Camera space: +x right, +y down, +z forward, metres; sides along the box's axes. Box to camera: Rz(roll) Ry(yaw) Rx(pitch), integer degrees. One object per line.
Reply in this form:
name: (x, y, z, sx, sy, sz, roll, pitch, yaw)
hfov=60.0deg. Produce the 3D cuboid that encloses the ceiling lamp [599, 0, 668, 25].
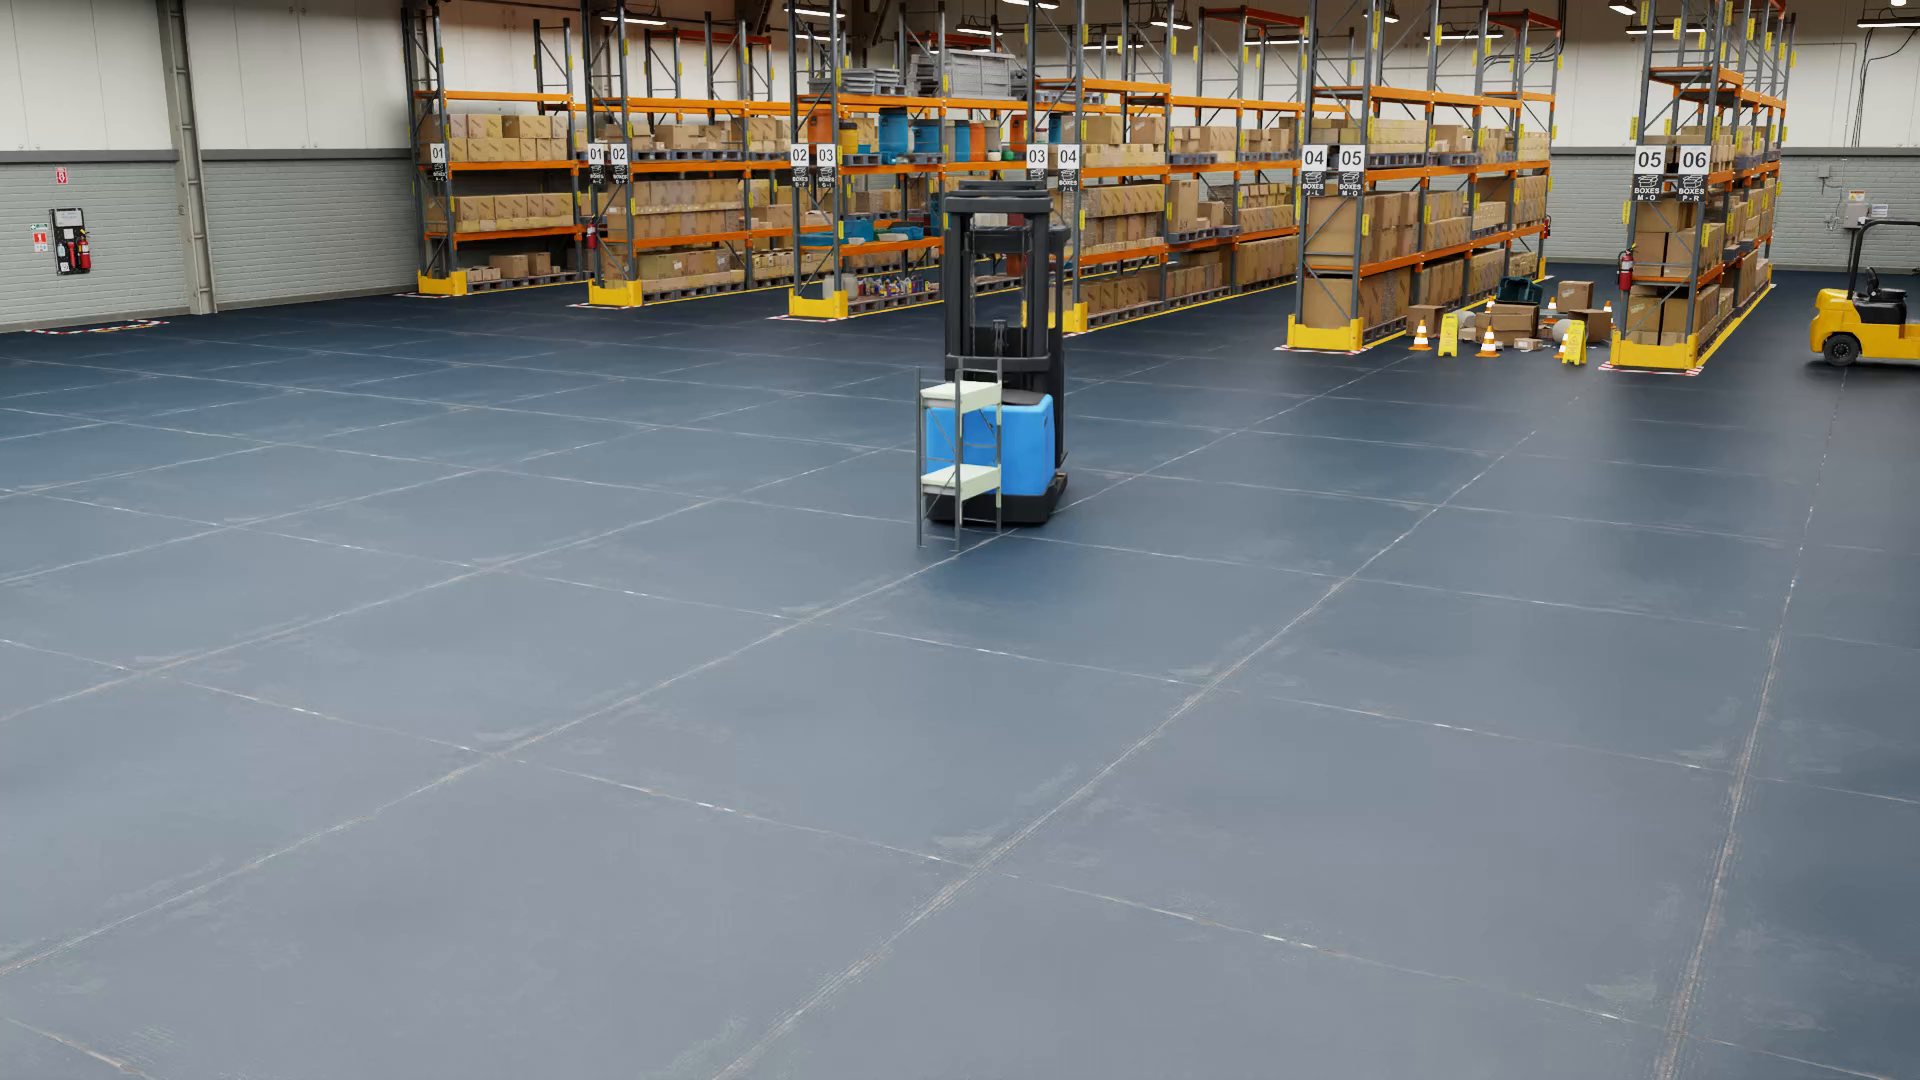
ceiling lamp: (-7.054, -13.083, 36.645, 0.800, 3.185, 2.000, 7, 15, 28)

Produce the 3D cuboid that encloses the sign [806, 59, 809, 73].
sign: (-3.653, -11.403, 39.969, 0.100, 0.325, 0.005, 7, 15, 28)

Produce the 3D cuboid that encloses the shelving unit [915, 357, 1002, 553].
shelving unit: (-0.004, -0.723, 13.832, 0.431, 1.500, 0.755, 7, 15, 27)

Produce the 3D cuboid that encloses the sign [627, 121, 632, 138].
sign: (-6.557, -8.151, 33.007, 0.100, 0.325, 0.005, 7, 15, 28)

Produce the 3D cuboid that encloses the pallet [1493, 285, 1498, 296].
pallet: (11.349, -5.534, 36.536, 1.003, 0.211, 1.213, 7, 15, 28)

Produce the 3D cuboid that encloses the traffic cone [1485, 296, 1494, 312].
traffic cone: (9.827, -4.279, 30.794, 0.336, 0.463, 0.334, 7, 15, 28)

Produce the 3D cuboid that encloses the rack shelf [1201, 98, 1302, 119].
rack shelf: (6.464, -9.594, 37.016, 1.077, 0.370, 4.000, 7, 15, 28)

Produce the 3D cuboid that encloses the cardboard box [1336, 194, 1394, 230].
cardboard box: (6.711, -5.480, 27.738, 0.875, 0.550, 0.550, 7, 15, 28)

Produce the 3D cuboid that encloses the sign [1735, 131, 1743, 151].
sign: (12.717, -6.517, 27.164, 0.100, 0.325, 0.005, 7, 15, 28)

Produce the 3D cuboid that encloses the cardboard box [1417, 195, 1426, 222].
cardboard box: (8.091, -6.045, 30.361, 0.700, 0.500, 0.500, 7, 15, 27)

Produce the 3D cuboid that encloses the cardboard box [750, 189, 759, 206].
cardboard box: (-5.818, -9.289, 45.274, 0.500, 0.500, 0.500, 8, 15, 28)

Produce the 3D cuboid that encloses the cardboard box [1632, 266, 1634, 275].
cardboard box: (10.324, -4.090, 25.136, 0.380, 0.149, 0.250, 7, 15, 27)

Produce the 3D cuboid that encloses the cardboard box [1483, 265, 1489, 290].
cardboard box: (10.839, -5.543, 35.063, 0.500, 0.500, 0.500, 7, 15, 27)

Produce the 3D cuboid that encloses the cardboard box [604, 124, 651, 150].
cardboard box: (-6.759, -8.191, 33.794, 0.797, 0.503, 0.637, 9, 16, 32)

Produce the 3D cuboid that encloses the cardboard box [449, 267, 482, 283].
cardboard box: (-10.965, -5.892, 36.871, 0.500, 0.311, 0.500, 6, 15, 22)

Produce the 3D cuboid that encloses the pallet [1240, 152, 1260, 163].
pallet: (5.762, -8.316, 36.129, 1.213, 0.211, 1.003, 8, 16, 31)

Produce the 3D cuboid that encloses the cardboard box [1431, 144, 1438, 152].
cardboard box: (8.575, -7.181, 30.448, 0.250, 0.149, 0.380, 7, 15, 28)

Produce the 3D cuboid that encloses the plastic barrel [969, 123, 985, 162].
plastic barrel: (0.258, -8.761, 36.658, 0.600, 0.830, 0.708, 7, 15, 28)

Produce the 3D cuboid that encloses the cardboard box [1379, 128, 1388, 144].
cardboard box: (6.625, -6.544, 26.954, 0.500, 0.250, 0.500, 7, 15, 27)

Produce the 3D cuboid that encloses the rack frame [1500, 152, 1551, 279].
rack frame: (13.658, -7.870, 40.277, 1.000, 3.000, 0.127, 7, 15, 28)

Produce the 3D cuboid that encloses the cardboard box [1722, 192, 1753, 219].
cardboard box: (14.856, -6.399, 31.831, 0.500, 0.500, 0.500, 7, 15, 28)

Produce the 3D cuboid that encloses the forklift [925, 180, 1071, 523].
forklift: (0.438, -1.868, 15.528, 1.130, 2.935, 3.031, 2, 14, 9)

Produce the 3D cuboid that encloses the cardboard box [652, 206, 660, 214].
cardboard box: (-6.415, -6.819, 34.319, 0.380, 0.149, 0.250, 7, 15, 28)

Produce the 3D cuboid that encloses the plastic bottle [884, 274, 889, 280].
plastic bottle: (-1.526, -5.359, 34.576, 0.144, 0.351, 0.185, 8, 16, 30)

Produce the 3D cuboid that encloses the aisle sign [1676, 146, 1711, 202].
aisle sign: (10.546, -5.263, 23.917, 0.394, 0.787, 0.004, 7, 15, 28)

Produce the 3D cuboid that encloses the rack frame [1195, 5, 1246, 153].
rack frame: (5.497, -9.728, 35.183, 1.000, 3.000, 0.127, 7, 15, 28)

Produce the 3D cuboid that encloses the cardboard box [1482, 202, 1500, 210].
cardboard box: (11.445, -7.208, 35.902, 0.380, 0.149, 0.250, 7, 15, 26)

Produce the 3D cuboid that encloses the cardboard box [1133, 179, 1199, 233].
cardboard box: (4.070, -6.633, 32.972, 1.000, 1.000, 1.000, 7, 15, 28)

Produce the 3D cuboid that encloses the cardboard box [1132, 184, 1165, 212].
cardboard box: (3.587, -6.546, 31.806, 0.500, 0.500, 0.500, 7, 15, 28)

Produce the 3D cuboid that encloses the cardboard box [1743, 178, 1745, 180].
cardboard box: (17.143, -7.920, 36.755, 0.380, 0.149, 0.250, 8, 15, 29)

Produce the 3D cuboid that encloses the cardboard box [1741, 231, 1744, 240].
cardboard box: (14.071, -5.557, 30.321, 0.380, 0.149, 0.250, 7, 15, 28)

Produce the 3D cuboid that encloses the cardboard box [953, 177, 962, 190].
cardboard box: (-0.267, -9.566, 44.965, 0.500, 0.500, 0.500, 7, 15, 26)

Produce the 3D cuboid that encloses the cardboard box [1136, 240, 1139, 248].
cardboard box: (3.155, -5.596, 31.381, 0.380, 0.149, 0.250, 7, 15, 28)

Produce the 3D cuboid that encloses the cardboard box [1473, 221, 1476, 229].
cardboard box: (10.313, -6.434, 33.963, 0.380, 0.149, 0.250, 8, 16, 31)

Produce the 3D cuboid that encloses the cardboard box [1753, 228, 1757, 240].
cardboard box: (15.863, -6.211, 33.717, 0.500, 0.250, 0.500, 7, 15, 27)

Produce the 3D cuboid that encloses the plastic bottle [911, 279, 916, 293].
plastic bottle: (-0.966, -5.203, 34.071, 0.061, 0.283, 0.133, 9, 16, 32)

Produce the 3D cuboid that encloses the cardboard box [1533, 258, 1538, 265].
cardboard box: (13.652, -6.692, 39.943, 0.380, 0.149, 0.250, 7, 15, 27)

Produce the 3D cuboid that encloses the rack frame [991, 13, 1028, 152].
rack frame: (1.161, -10.289, 37.510, 1.000, 3.000, 0.127, 7, 15, 28)

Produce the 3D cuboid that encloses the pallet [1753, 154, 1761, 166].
pallet: (14.437, -7.193, 31.472, 1.213, 0.211, 1.003, 8, 16, 31)

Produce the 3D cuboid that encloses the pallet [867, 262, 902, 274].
pallet: (-2.188, -6.977, 42.523, 1.003, 0.211, 1.213, 7, 15, 28)

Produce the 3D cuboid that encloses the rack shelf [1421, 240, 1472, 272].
rack shelf: (8.823, -5.468, 31.851, 1.077, 0.370, 4.000, 7, 15, 28)

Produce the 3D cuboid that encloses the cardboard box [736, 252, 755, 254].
cardboard box: (-4.916, -6.477, 38.273, 0.500, 0.311, 0.500, 8, 16, 30)

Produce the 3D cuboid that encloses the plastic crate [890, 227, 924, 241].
plastic crate: (-1.070, -6.222, 33.757, 0.499, 0.251, 0.616, 7, 15, 28)

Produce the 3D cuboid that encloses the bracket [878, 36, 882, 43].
bracket: (-2.584, -15.499, 51.443, 0.235, 0.232, 0.430, 7, 15, 28)

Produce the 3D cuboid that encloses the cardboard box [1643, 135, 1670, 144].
cardboard box: (10.210, -5.874, 24.431, 0.380, 0.149, 0.250, 8, 15, 29)

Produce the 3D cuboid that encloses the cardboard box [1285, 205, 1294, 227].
cardboard box: (7.444, -7.554, 38.752, 0.500, 0.500, 0.500, 7, 15, 28)

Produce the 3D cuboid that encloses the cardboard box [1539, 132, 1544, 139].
cardboard box: (13.393, -9.432, 38.758, 0.380, 0.149, 0.250, 8, 16, 29)

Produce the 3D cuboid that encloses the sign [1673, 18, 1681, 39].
sign: (11.750, -8.377, 27.249, 0.100, 0.325, 0.005, 7, 15, 28)

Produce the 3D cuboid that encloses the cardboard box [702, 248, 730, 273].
cardboard box: (-5.391, -6.124, 36.408, 0.500, 0.500, 0.500, 7, 15, 28)

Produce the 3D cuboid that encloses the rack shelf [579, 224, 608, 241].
rack shelf: (-8.478, -7.735, 41.252, 1.077, 0.370, 4.000, 7, 15, 28)

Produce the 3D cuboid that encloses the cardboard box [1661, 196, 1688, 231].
cardboard box: (10.612, -4.959, 25.221, 0.700, 0.500, 0.500, 8, 15, 29)

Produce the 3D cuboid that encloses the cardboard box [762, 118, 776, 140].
cardboard box: (-4.519, -9.309, 37.671, 0.500, 0.500, 0.500, 9, 16, 33)

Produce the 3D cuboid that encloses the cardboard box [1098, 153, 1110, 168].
cardboard box: (2.333, -6.731, 29.474, 0.500, 0.250, 0.500, 7, 15, 27)
